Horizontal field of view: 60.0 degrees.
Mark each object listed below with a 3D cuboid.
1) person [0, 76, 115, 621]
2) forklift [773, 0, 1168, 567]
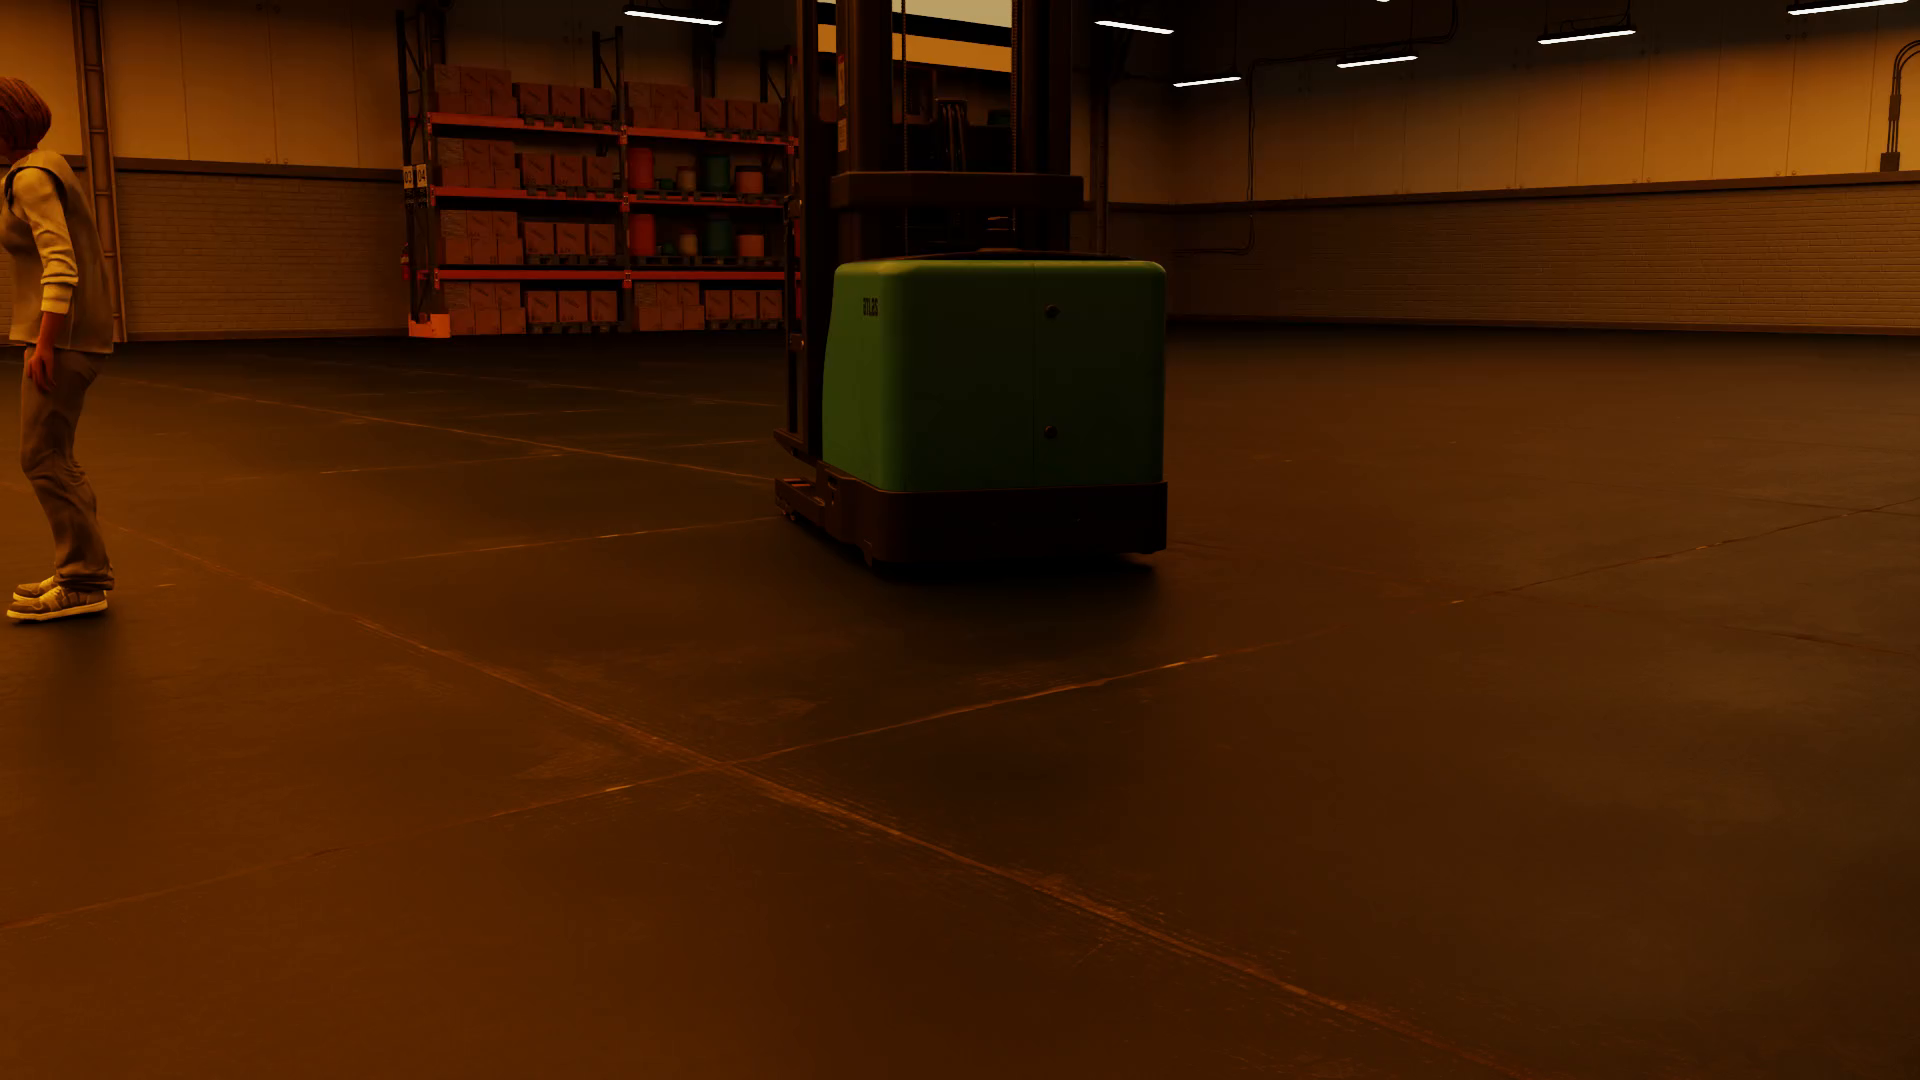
[{"bbox_3d":[-2.735,-0.566,4.999,0.345,1.591,0.479,-5,10,-29],"label":"person"},{"bbox_3d":[-0.174,-1.539,6.902,1.130,2.935,3.031,-3,9,-16],"label":"forklift"}]
